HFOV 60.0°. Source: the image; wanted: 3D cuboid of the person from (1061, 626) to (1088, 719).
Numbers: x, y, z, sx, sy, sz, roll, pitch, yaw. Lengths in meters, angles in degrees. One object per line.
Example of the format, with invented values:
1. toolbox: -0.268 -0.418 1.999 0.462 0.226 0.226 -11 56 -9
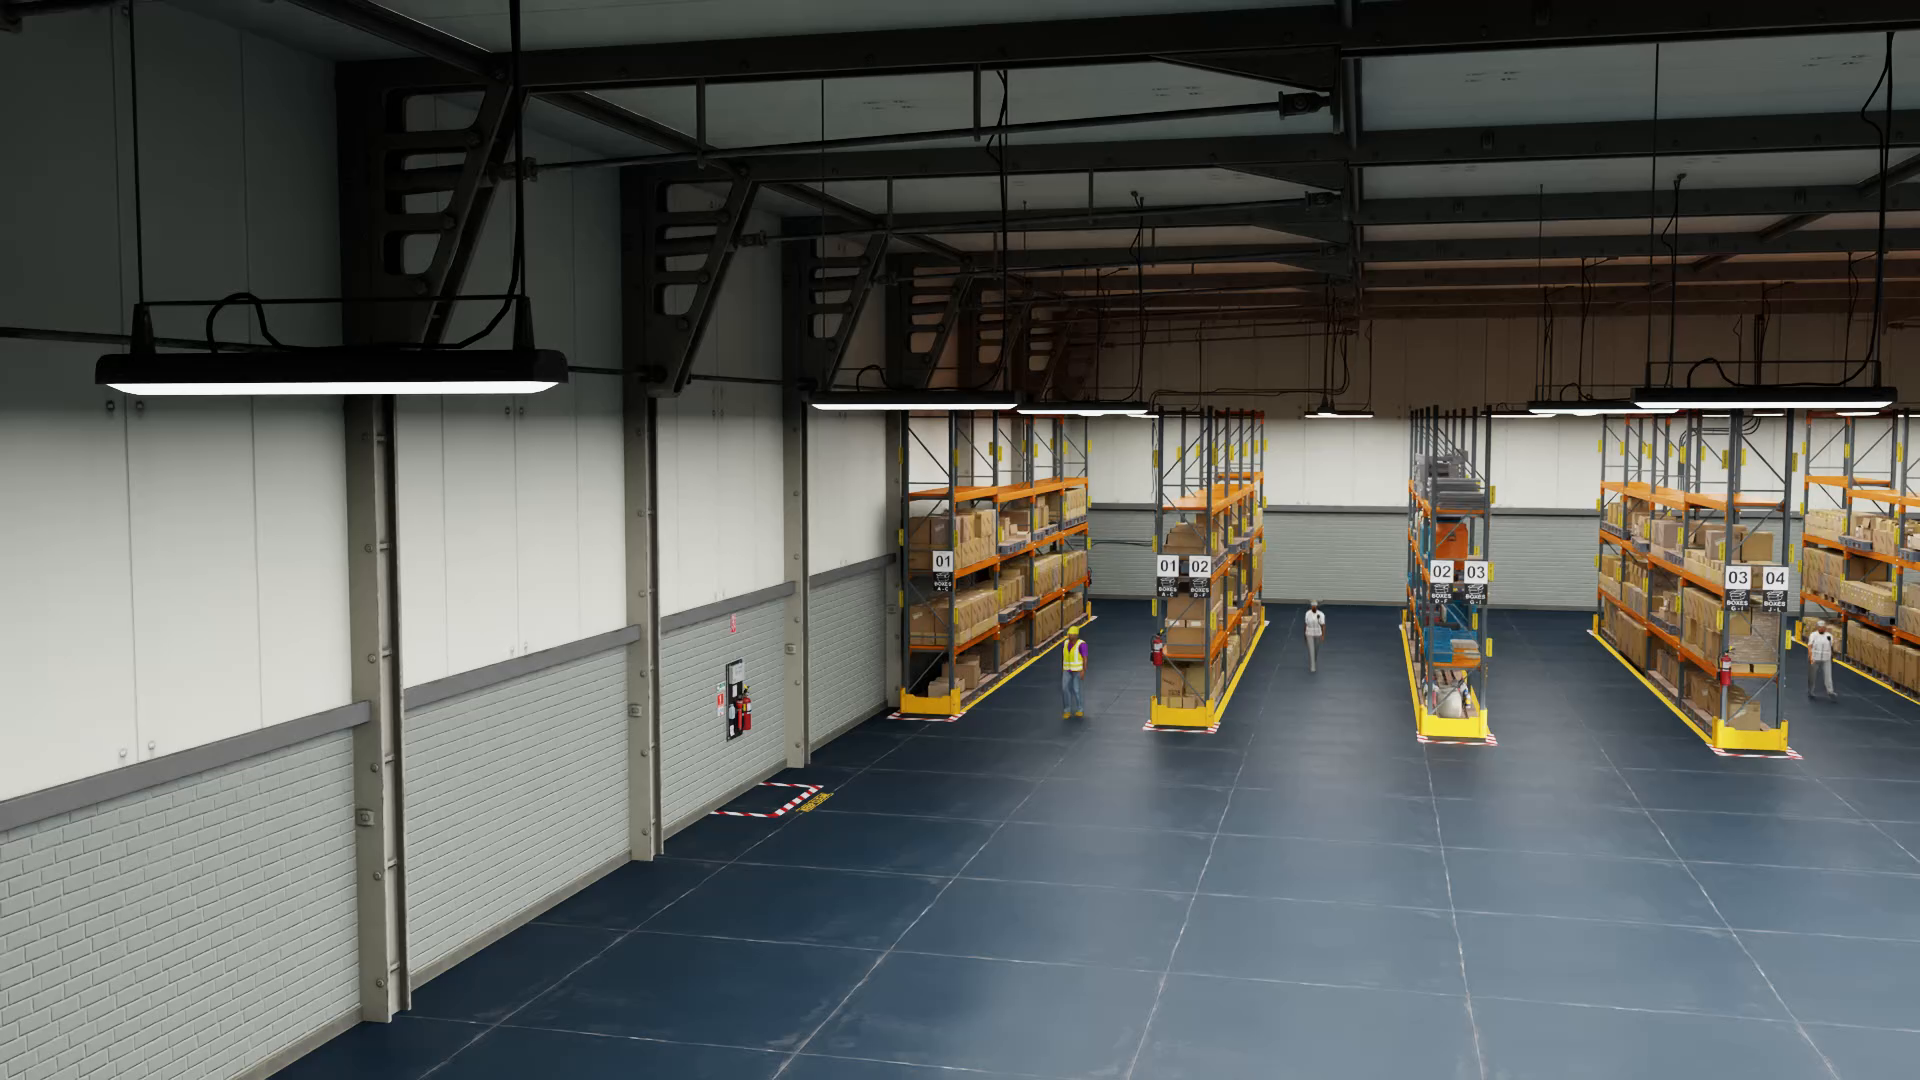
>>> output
1. person: 2.189 2.565 32.040 0.633 1.837 0.519 3 5 35

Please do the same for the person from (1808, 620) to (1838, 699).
1. person: 17.682 2.456 34.126 0.503 1.601 1.055 1 4 18

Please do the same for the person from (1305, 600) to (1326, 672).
1. person: 8.120 2.166 38.015 0.429 1.620 1.058 0 4 -1
